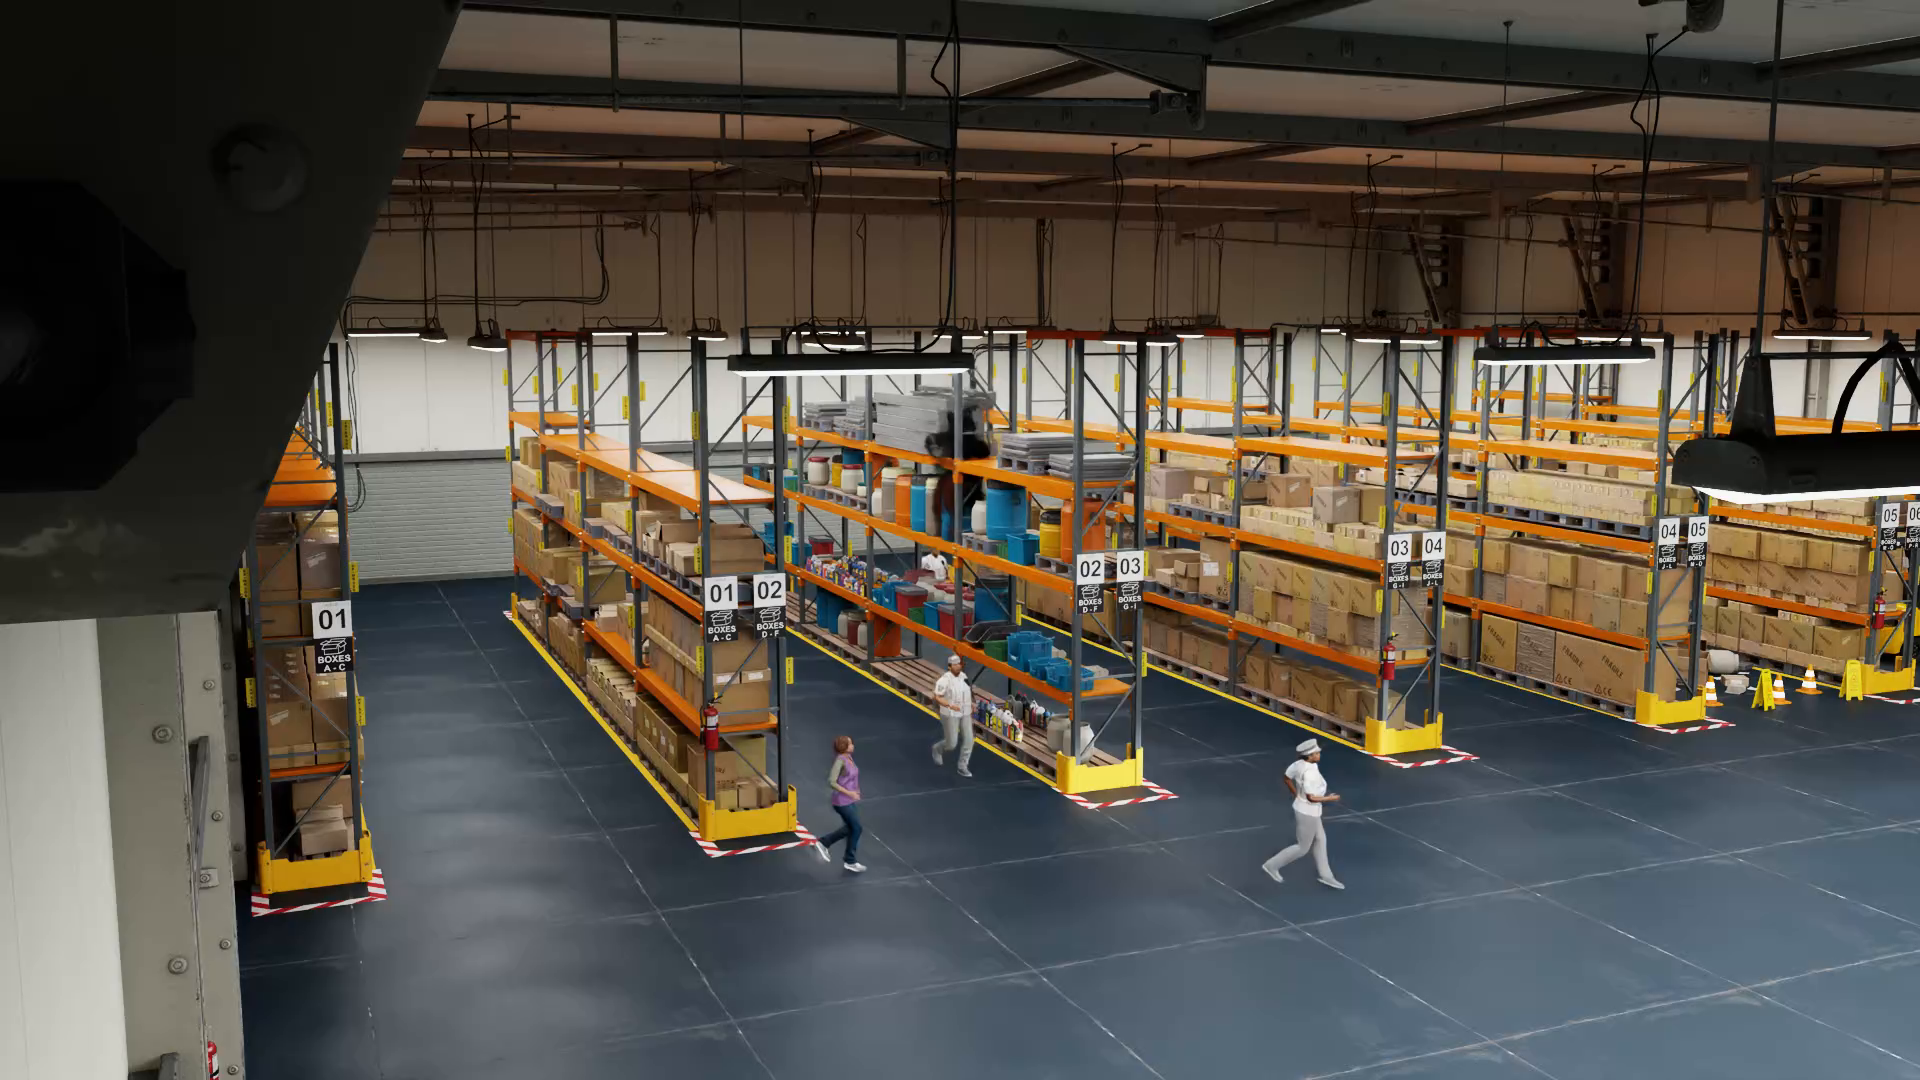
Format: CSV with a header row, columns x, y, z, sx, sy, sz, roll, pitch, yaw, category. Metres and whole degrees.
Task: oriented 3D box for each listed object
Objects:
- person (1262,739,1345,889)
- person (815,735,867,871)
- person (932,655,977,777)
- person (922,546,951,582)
x,y,z,sx,sy,sz,roll,pitch,yaw,category
3.792,3.013,18.267,0.924,1.707,0.578,0,8,2,person
-1.365,3.010,18.982,0.606,1.577,0.586,1,8,10,person
-0.069,2.350,22.466,0.613,1.621,0.691,-6,10,-35,person
-0.470,0.898,33.660,0.691,1.738,0.604,-5,9,-33,person
